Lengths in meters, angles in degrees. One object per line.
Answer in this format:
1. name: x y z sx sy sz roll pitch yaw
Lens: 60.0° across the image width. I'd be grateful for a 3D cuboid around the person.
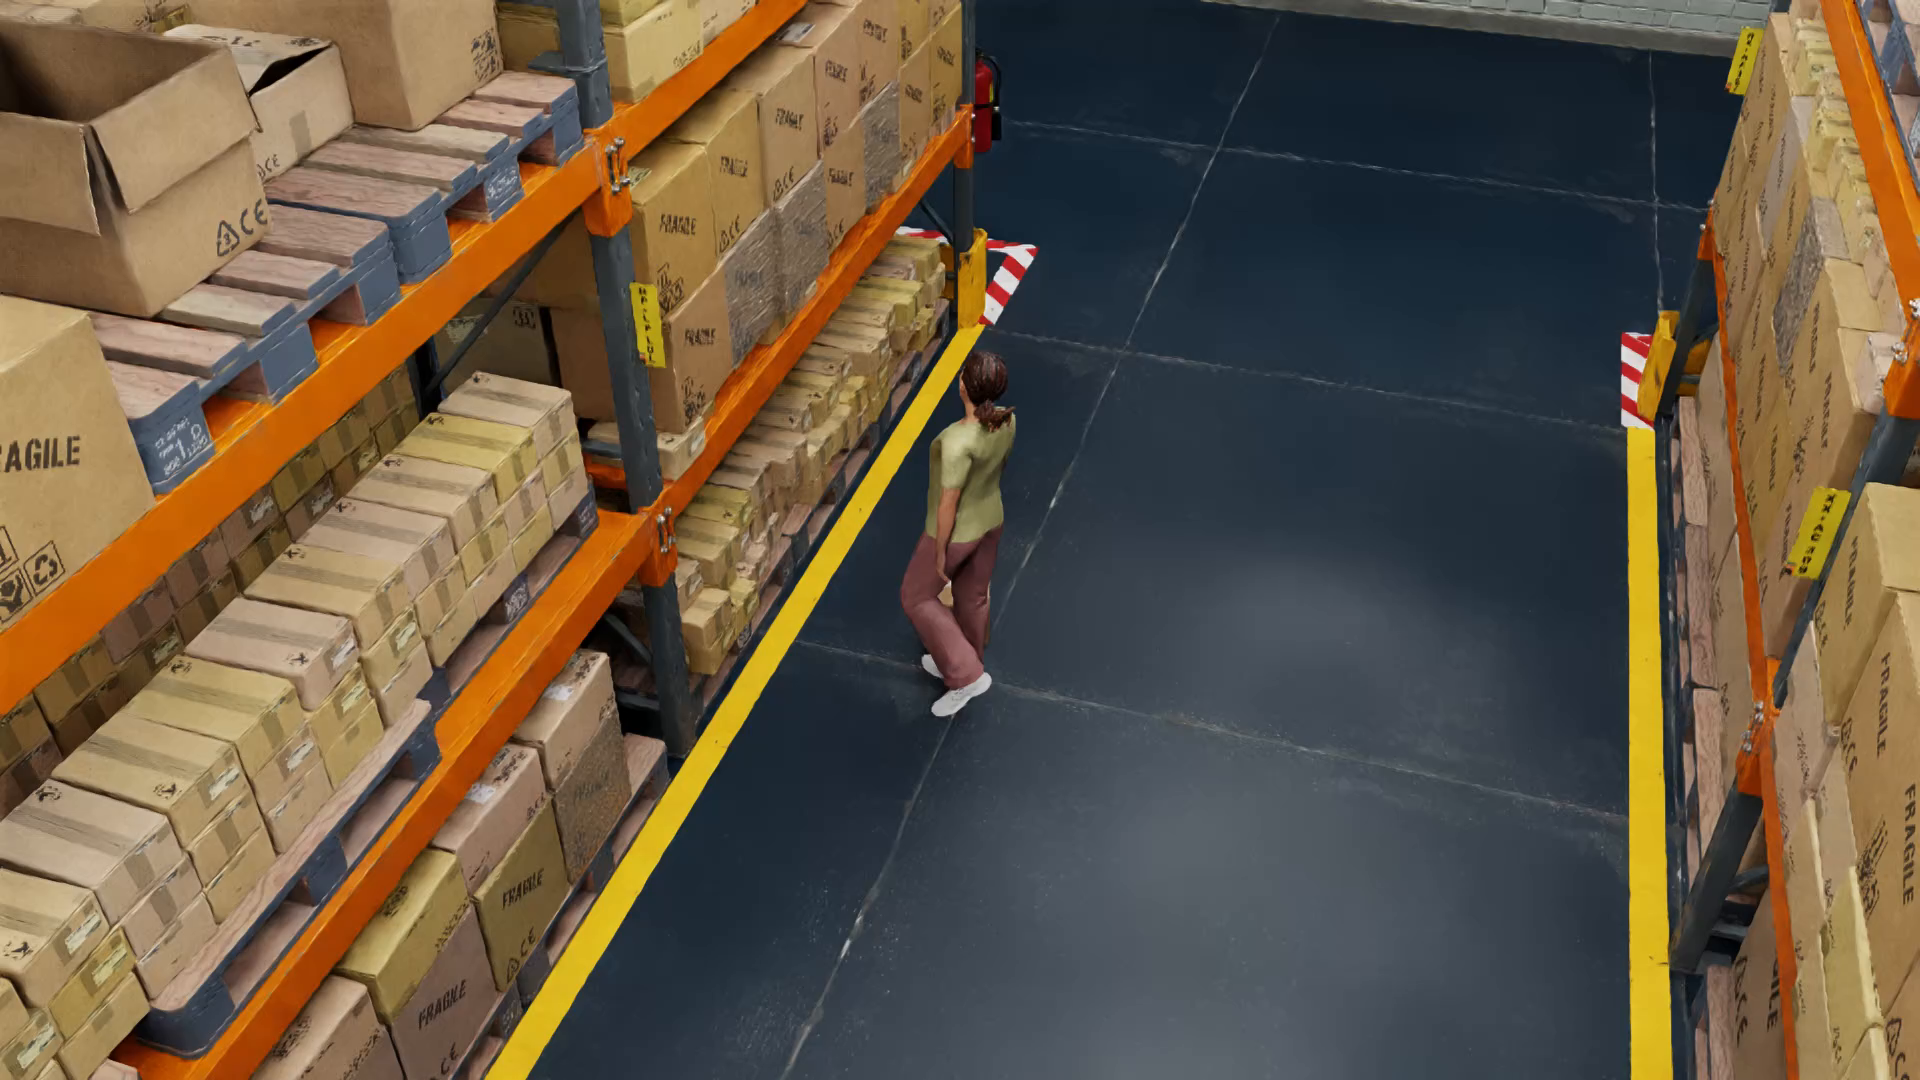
1. person: 0.018 -0.025 6.922 0.446 1.651 0.528 27 45 31
